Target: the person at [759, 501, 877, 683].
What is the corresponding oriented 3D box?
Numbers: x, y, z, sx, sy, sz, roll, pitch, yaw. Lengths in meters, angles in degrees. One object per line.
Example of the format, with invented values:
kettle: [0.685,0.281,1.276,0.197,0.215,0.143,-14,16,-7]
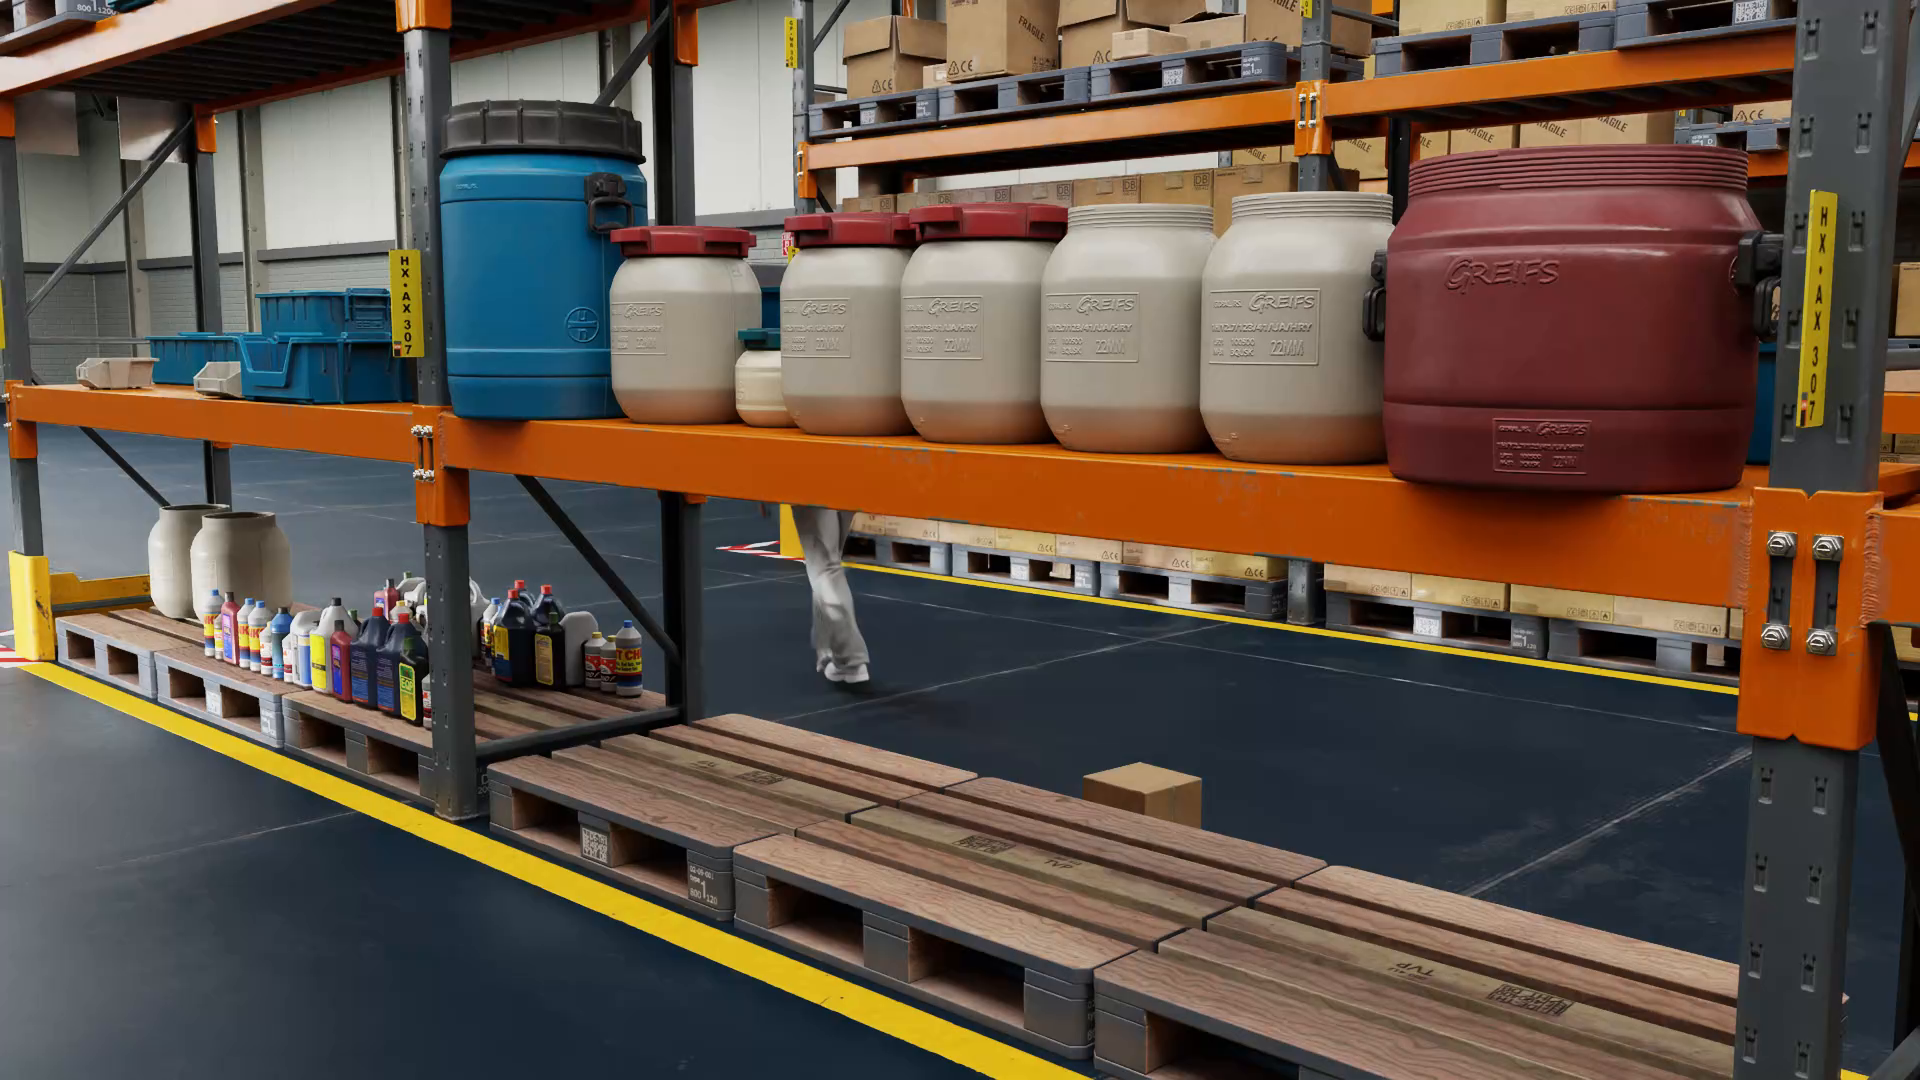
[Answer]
person: [-0.621,-0.183,7.287,0.474,1.711,0.635,-5,9,-36]
